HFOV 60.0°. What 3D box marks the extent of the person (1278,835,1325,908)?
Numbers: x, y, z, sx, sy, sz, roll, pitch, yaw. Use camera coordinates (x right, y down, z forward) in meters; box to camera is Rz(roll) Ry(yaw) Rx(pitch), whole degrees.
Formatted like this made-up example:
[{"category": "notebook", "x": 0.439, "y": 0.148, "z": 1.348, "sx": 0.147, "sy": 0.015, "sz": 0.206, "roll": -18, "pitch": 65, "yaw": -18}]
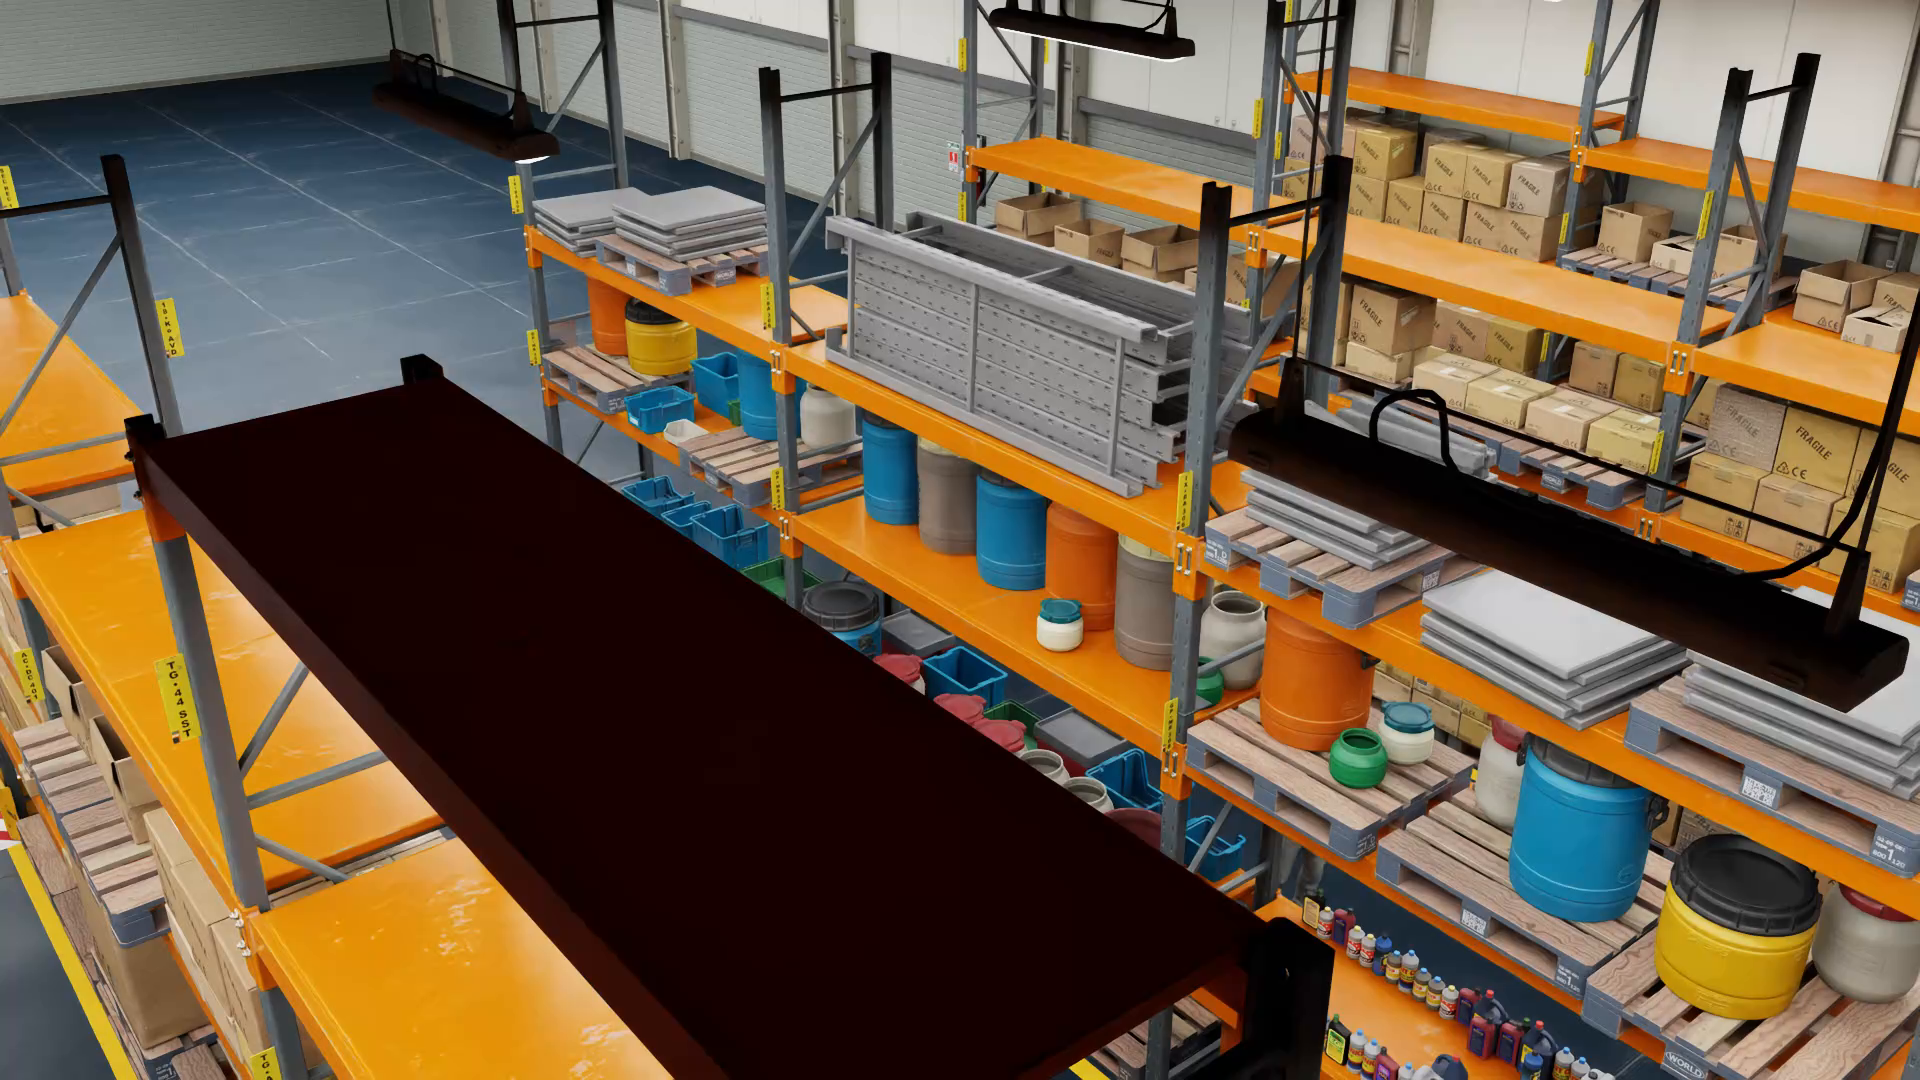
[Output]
[{"category": "person", "x": 2.468, "y": 2.072, "z": 12.102, "sx": 0.543, "sy": 1.660, "sz": 0.496, "roll": -7, "pitch": 27, "yaw": -13}]
